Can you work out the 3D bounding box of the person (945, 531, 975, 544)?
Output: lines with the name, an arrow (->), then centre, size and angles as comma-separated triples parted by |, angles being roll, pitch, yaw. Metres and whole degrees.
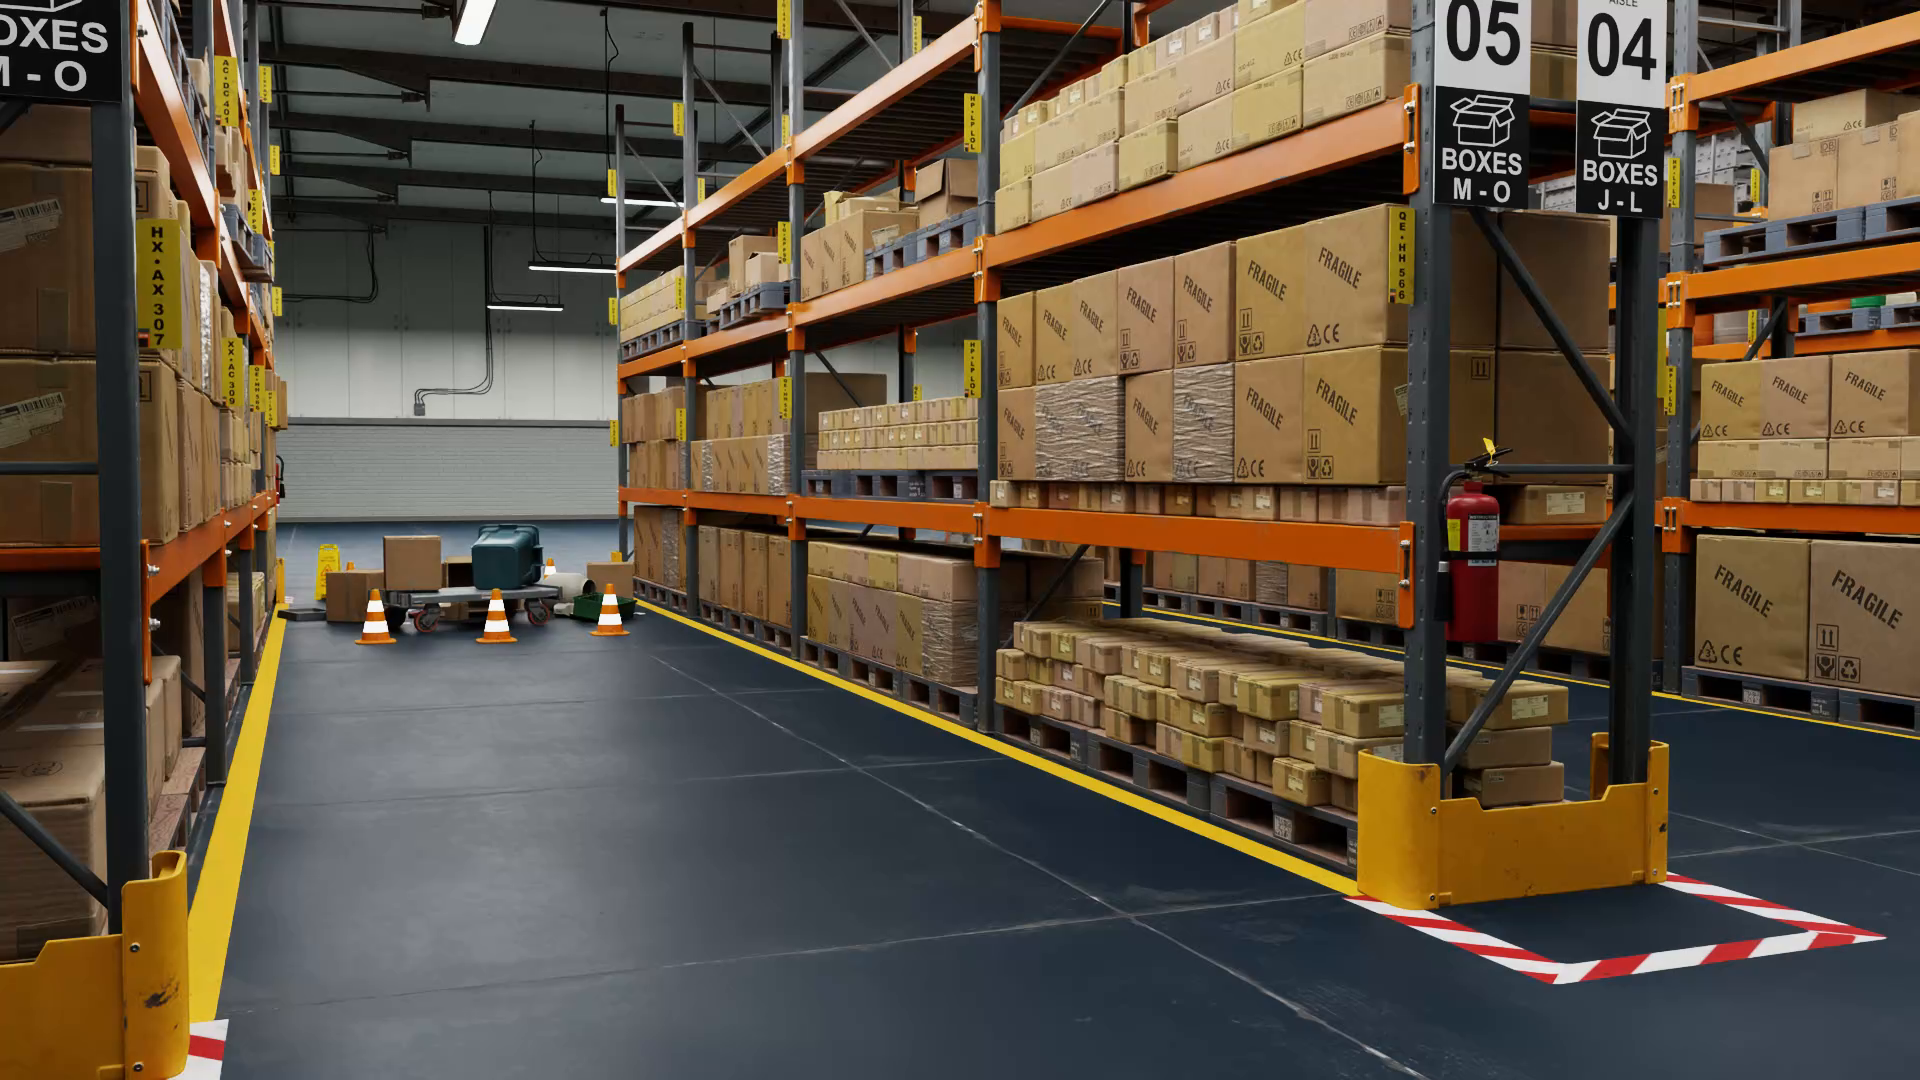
person -> 0.069, -0.051, 17.126 | 0.460, 1.668, 0.522 | 0, 2, 7
